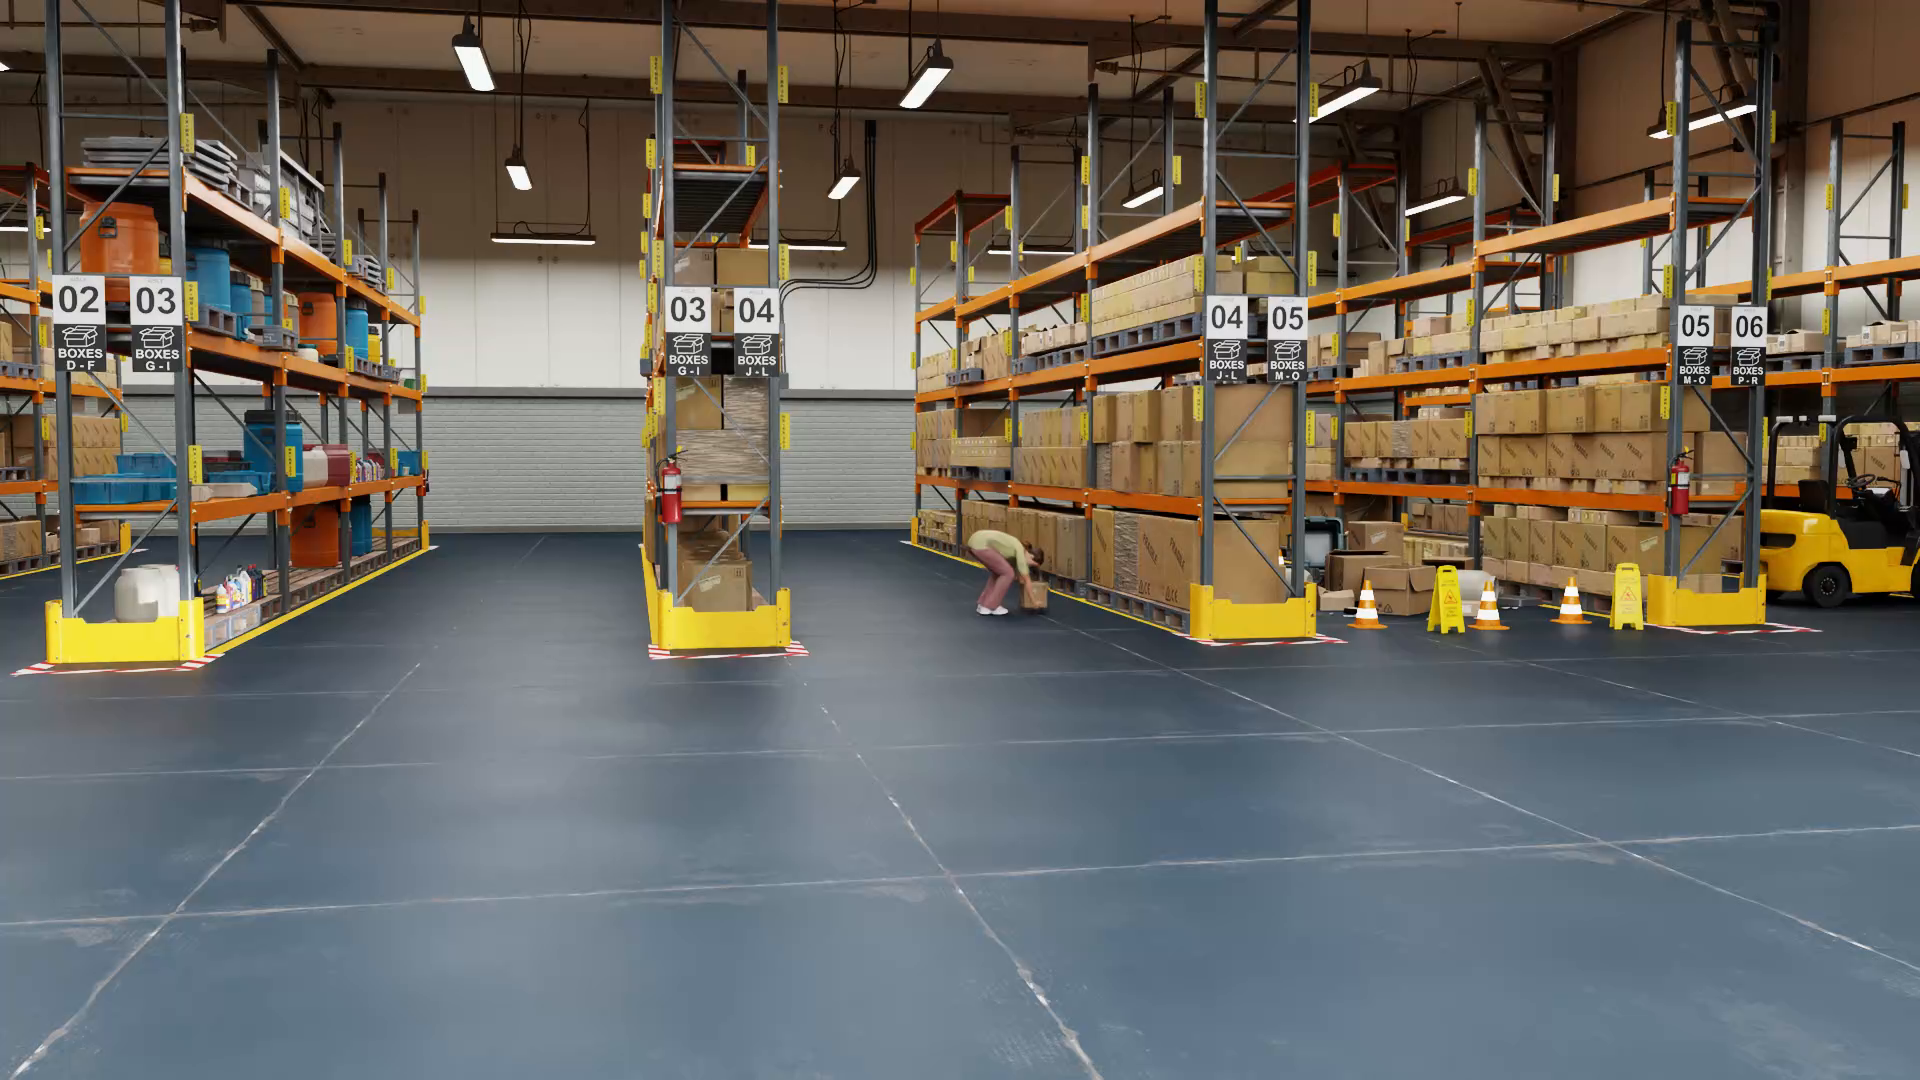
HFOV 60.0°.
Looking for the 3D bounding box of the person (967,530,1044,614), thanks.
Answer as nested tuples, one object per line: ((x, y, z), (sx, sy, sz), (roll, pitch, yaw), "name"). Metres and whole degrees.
((0.500, 0.366, 17.950), (0.849, 0.854, 0.468), (-1, 3, -14), "person")
